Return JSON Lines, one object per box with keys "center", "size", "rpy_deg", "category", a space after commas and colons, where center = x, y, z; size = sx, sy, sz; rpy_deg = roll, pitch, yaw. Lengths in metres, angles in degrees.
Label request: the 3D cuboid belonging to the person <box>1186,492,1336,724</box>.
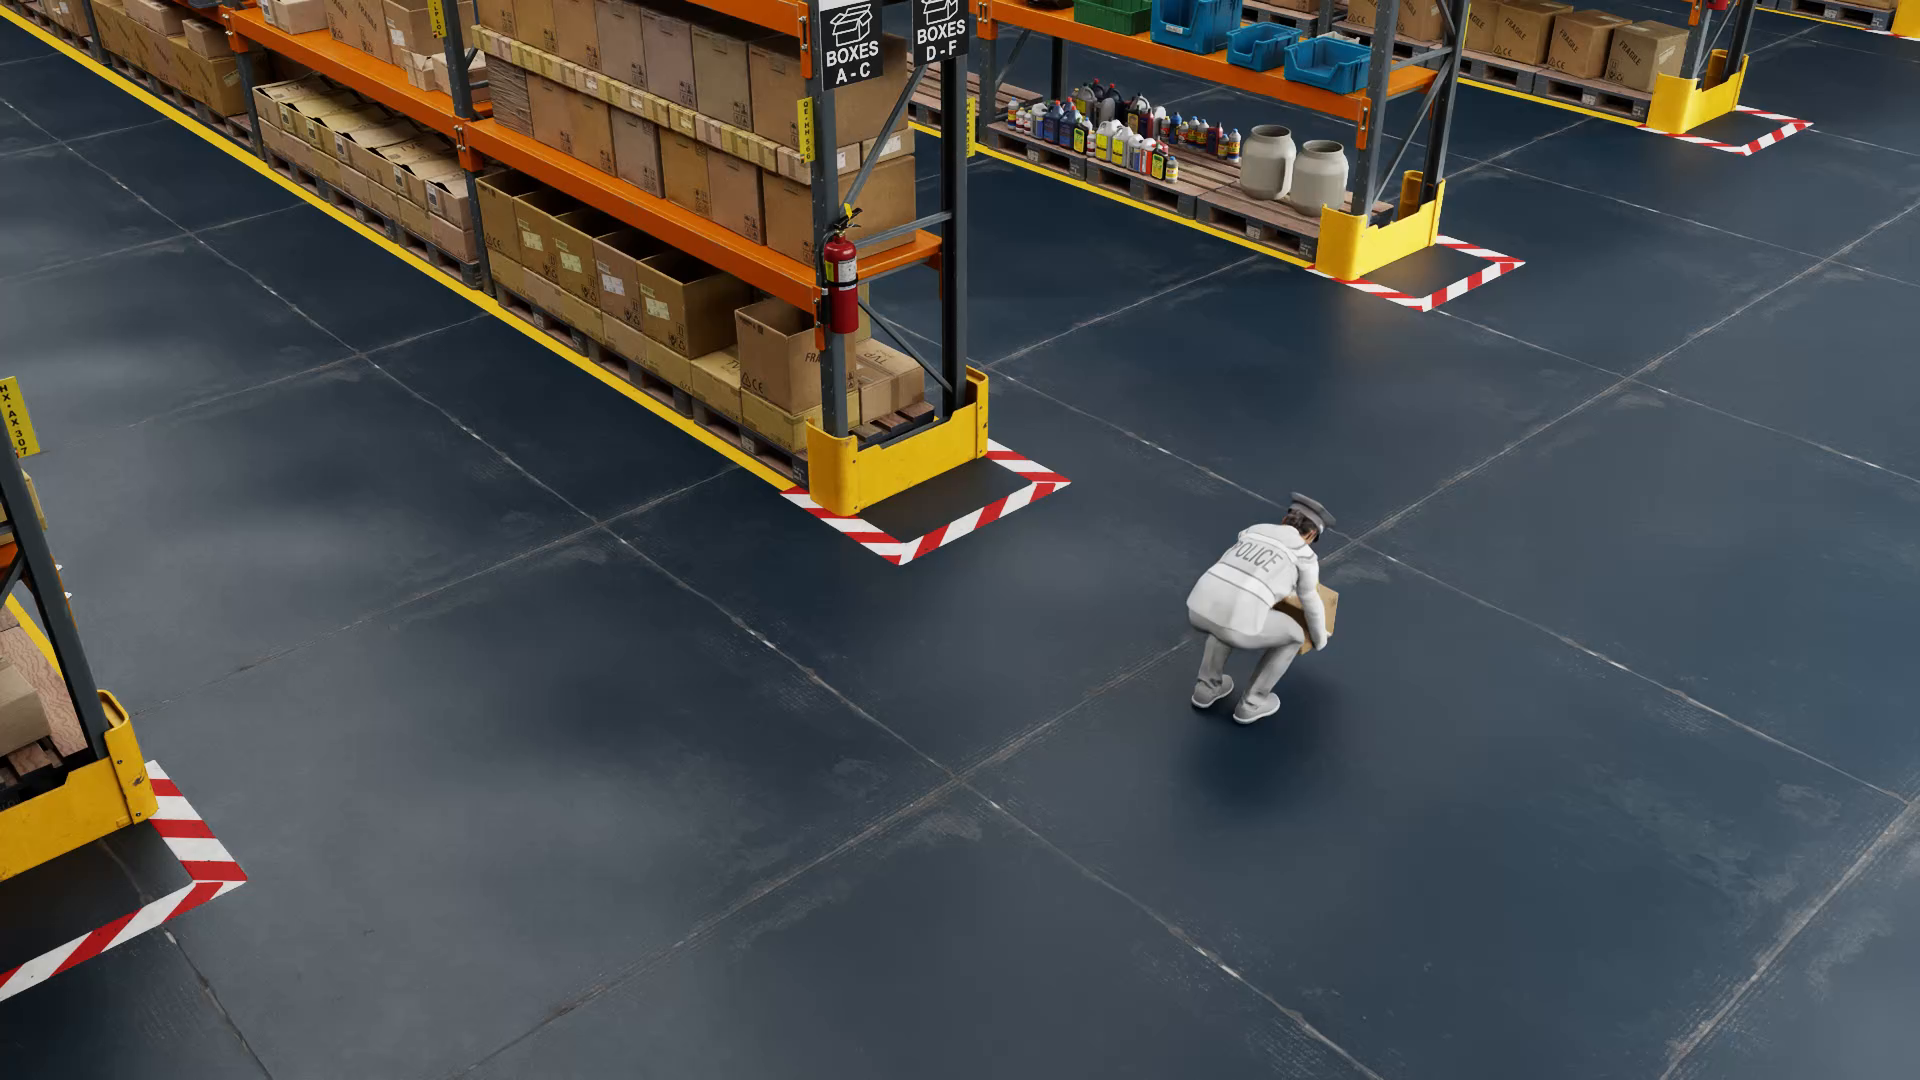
{"center": [1.416, 0.329, 7.819], "size": [0.462, 0.982, 0.907], "rpy_deg": [28, 41, 37], "category": "person"}
